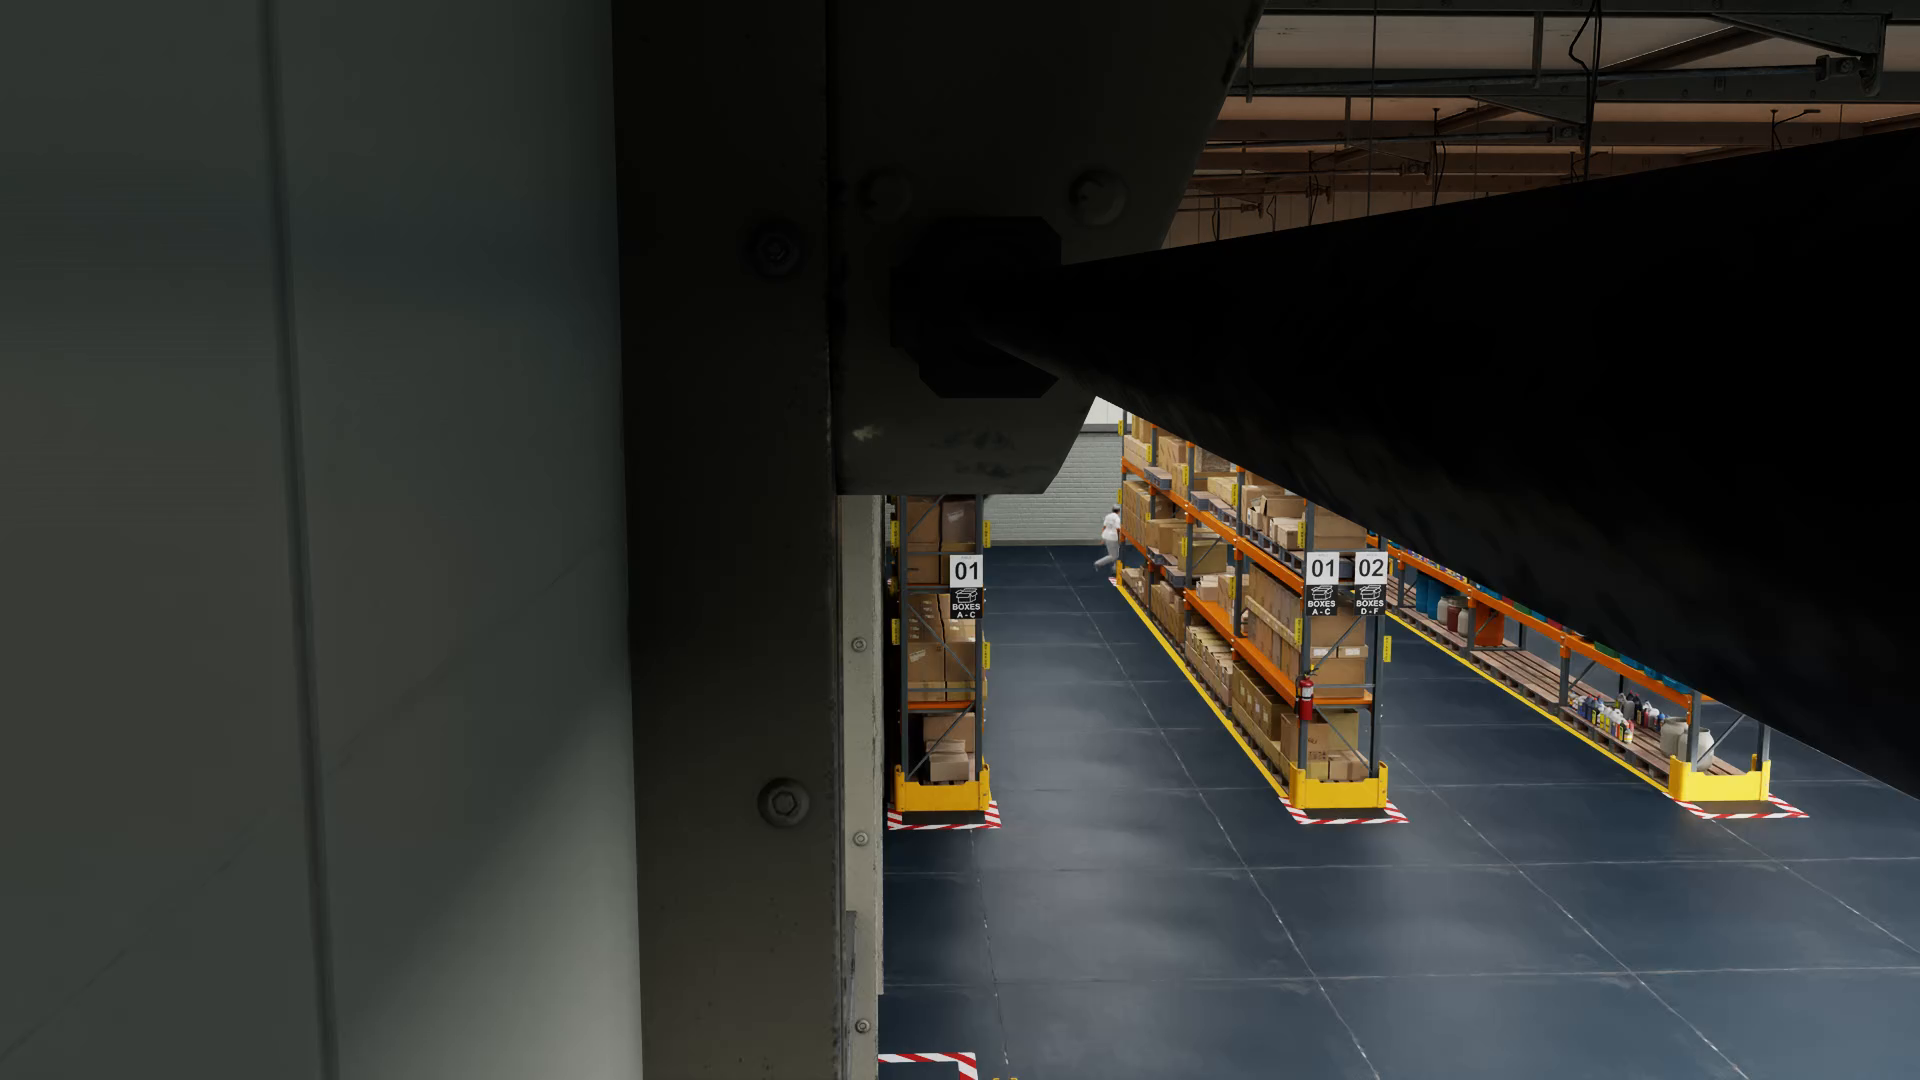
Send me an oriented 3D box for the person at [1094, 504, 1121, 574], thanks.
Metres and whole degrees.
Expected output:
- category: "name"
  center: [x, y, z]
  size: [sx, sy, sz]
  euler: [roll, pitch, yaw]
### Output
- category: "person"
  center: [3.360, -0.011, 37.516]
  size: [0.825, 1.587, 0.504]
  euler: [-3, 9, -20]
